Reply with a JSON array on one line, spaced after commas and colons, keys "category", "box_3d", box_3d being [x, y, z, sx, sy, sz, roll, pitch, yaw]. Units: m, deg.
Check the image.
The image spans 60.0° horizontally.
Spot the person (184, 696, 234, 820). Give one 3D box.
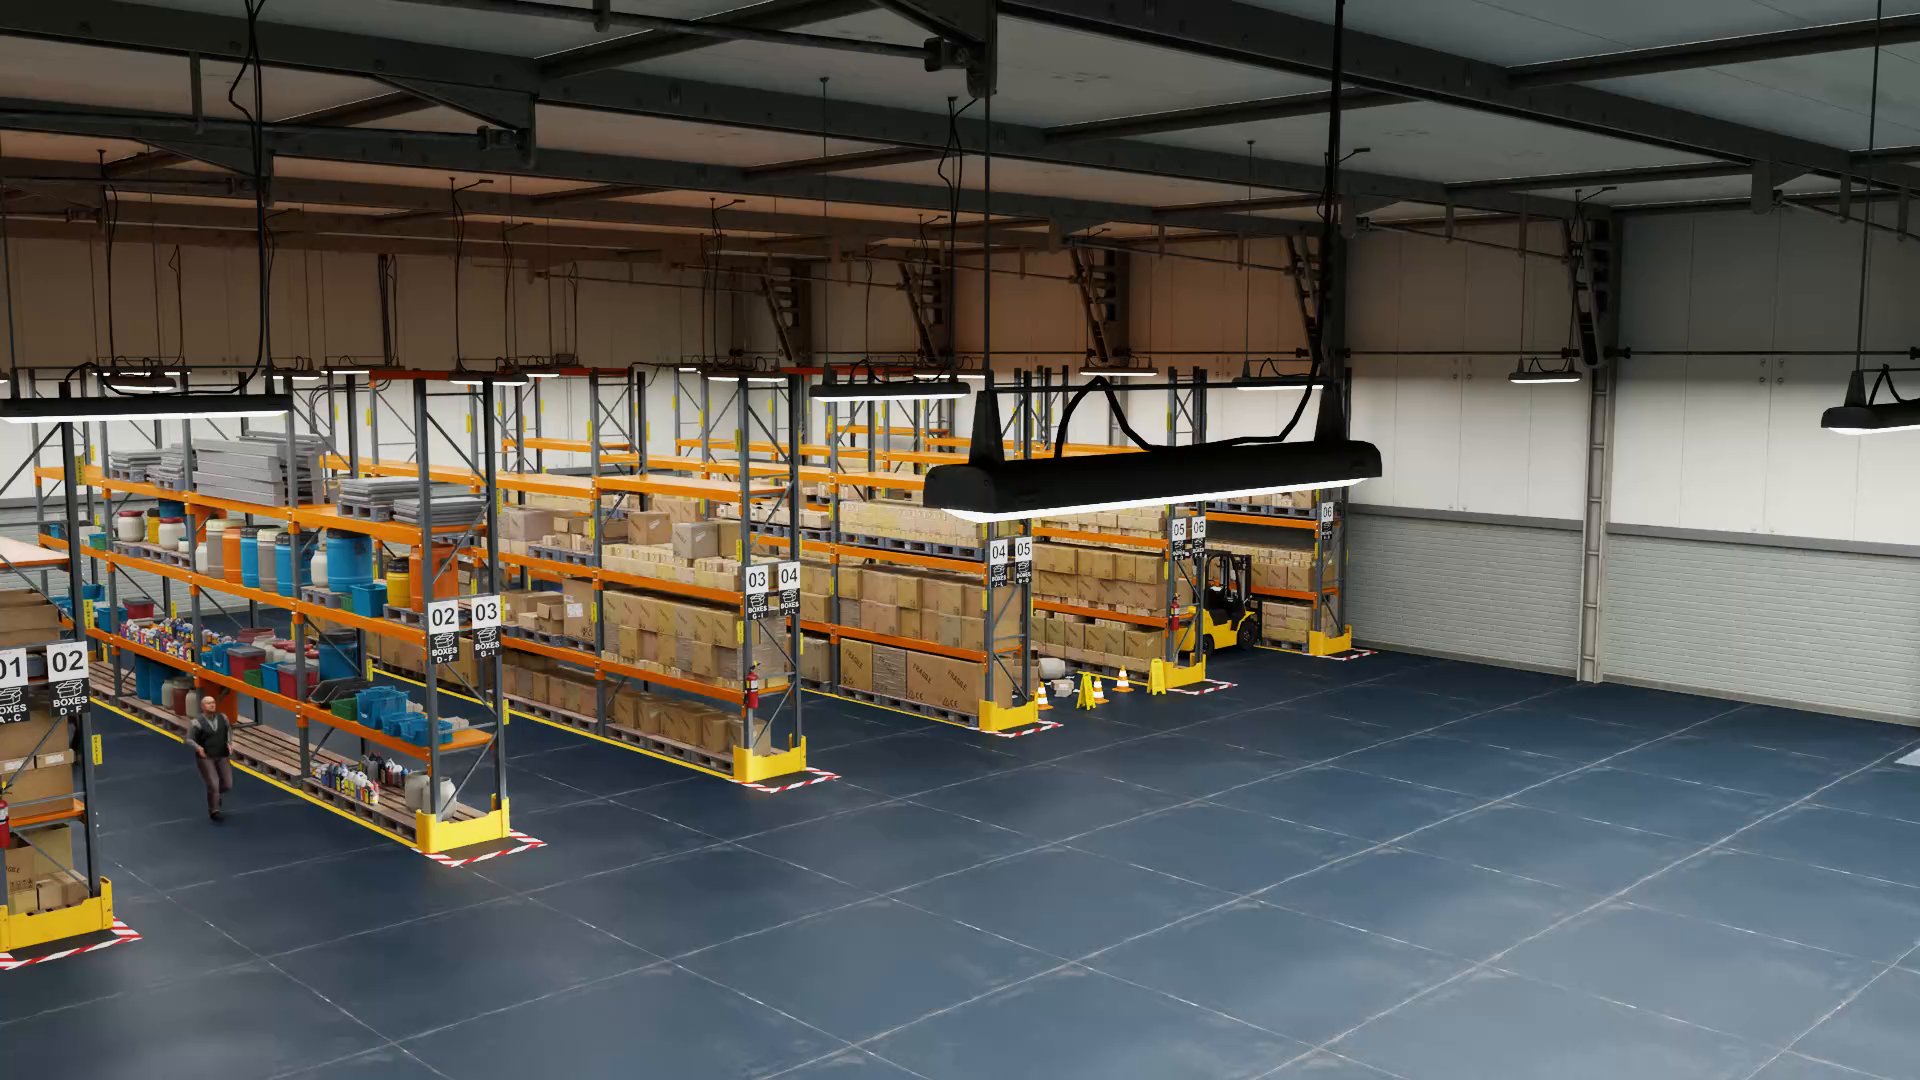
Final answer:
[{"category": "person", "box_3d": [-10.179, 2.925, 22.608, 0.612, 1.618, 0.657, 6, 9, 43]}]

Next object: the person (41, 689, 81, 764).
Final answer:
[{"category": "person", "box_3d": [-13.721, 2.588, 25.544, 0.762, 1.802, 0.703, 5, 8, 38]}]

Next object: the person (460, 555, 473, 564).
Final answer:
[{"category": "person", "box_3d": [-11.865, 1.022, 39.836, 0.744, 1.745, 0.800, -6, 9, -44]}]
